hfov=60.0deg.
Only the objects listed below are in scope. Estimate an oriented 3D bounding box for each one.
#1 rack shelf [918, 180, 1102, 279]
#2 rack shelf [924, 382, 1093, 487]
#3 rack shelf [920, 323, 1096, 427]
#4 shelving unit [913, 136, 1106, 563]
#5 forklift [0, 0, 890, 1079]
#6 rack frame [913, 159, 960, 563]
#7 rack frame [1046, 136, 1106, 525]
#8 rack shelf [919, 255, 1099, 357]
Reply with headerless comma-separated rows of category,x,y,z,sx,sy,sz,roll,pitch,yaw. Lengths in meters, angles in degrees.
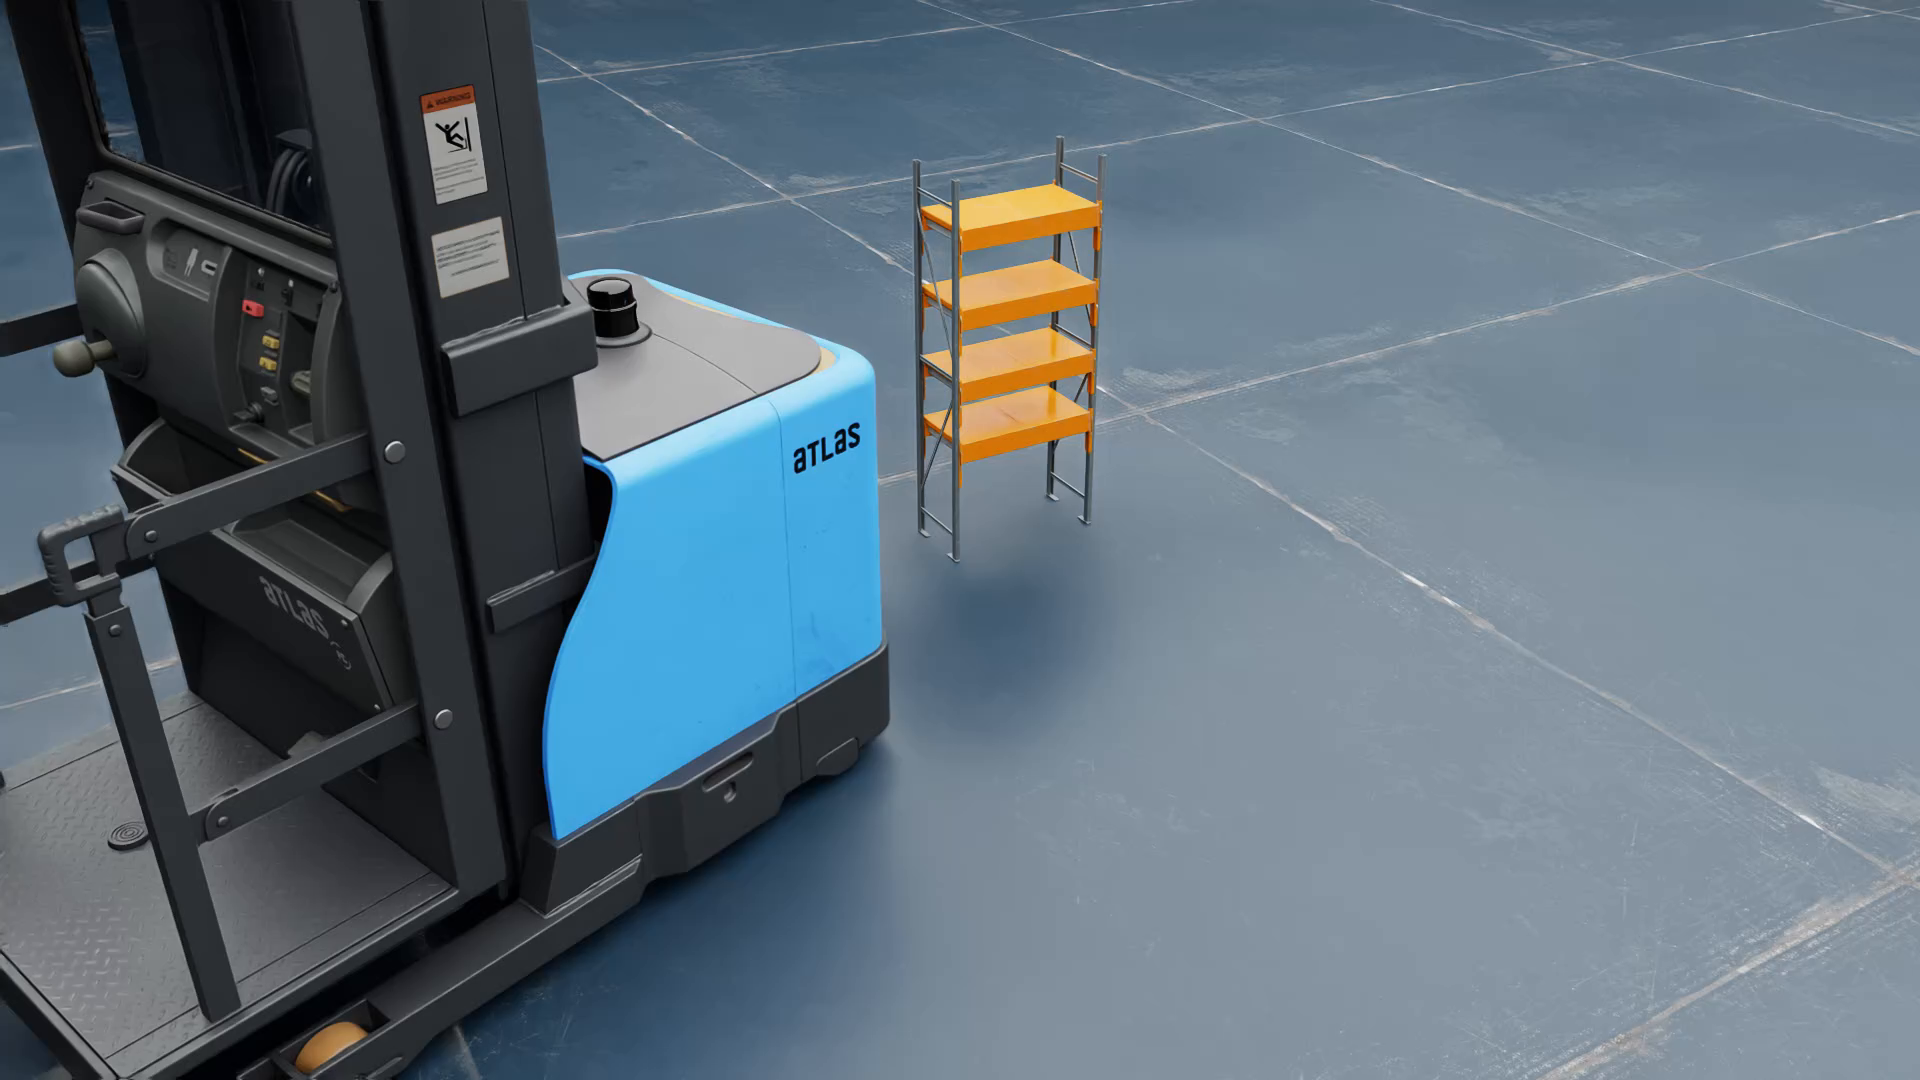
rack shelf,0.143,-0.910,4.844,0.480,0.148,0.258,-16,33,-26
rack shelf,0.143,-0.333,5.162,0.480,0.148,0.258,-16,33,-26
rack shelf,0.143,-0.507,5.066,0.480,0.148,0.258,-16,33,-26
shelving unit,0.143,-0.566,5.034,0.503,1.200,0.258,-16,33,-26
forklift,-1.523,-0.378,2.902,1.130,2.935,3.031,23,36,35
rack frame,-0.068,-0.506,4.925,0.015,1.200,0.240,-16,33,-26
rack frame,0.353,-0.626,5.142,0.015,1.200,0.240,-16,33,-26
rack shelf,0.143,-0.703,4.958,0.480,0.148,0.258,-16,33,-26
